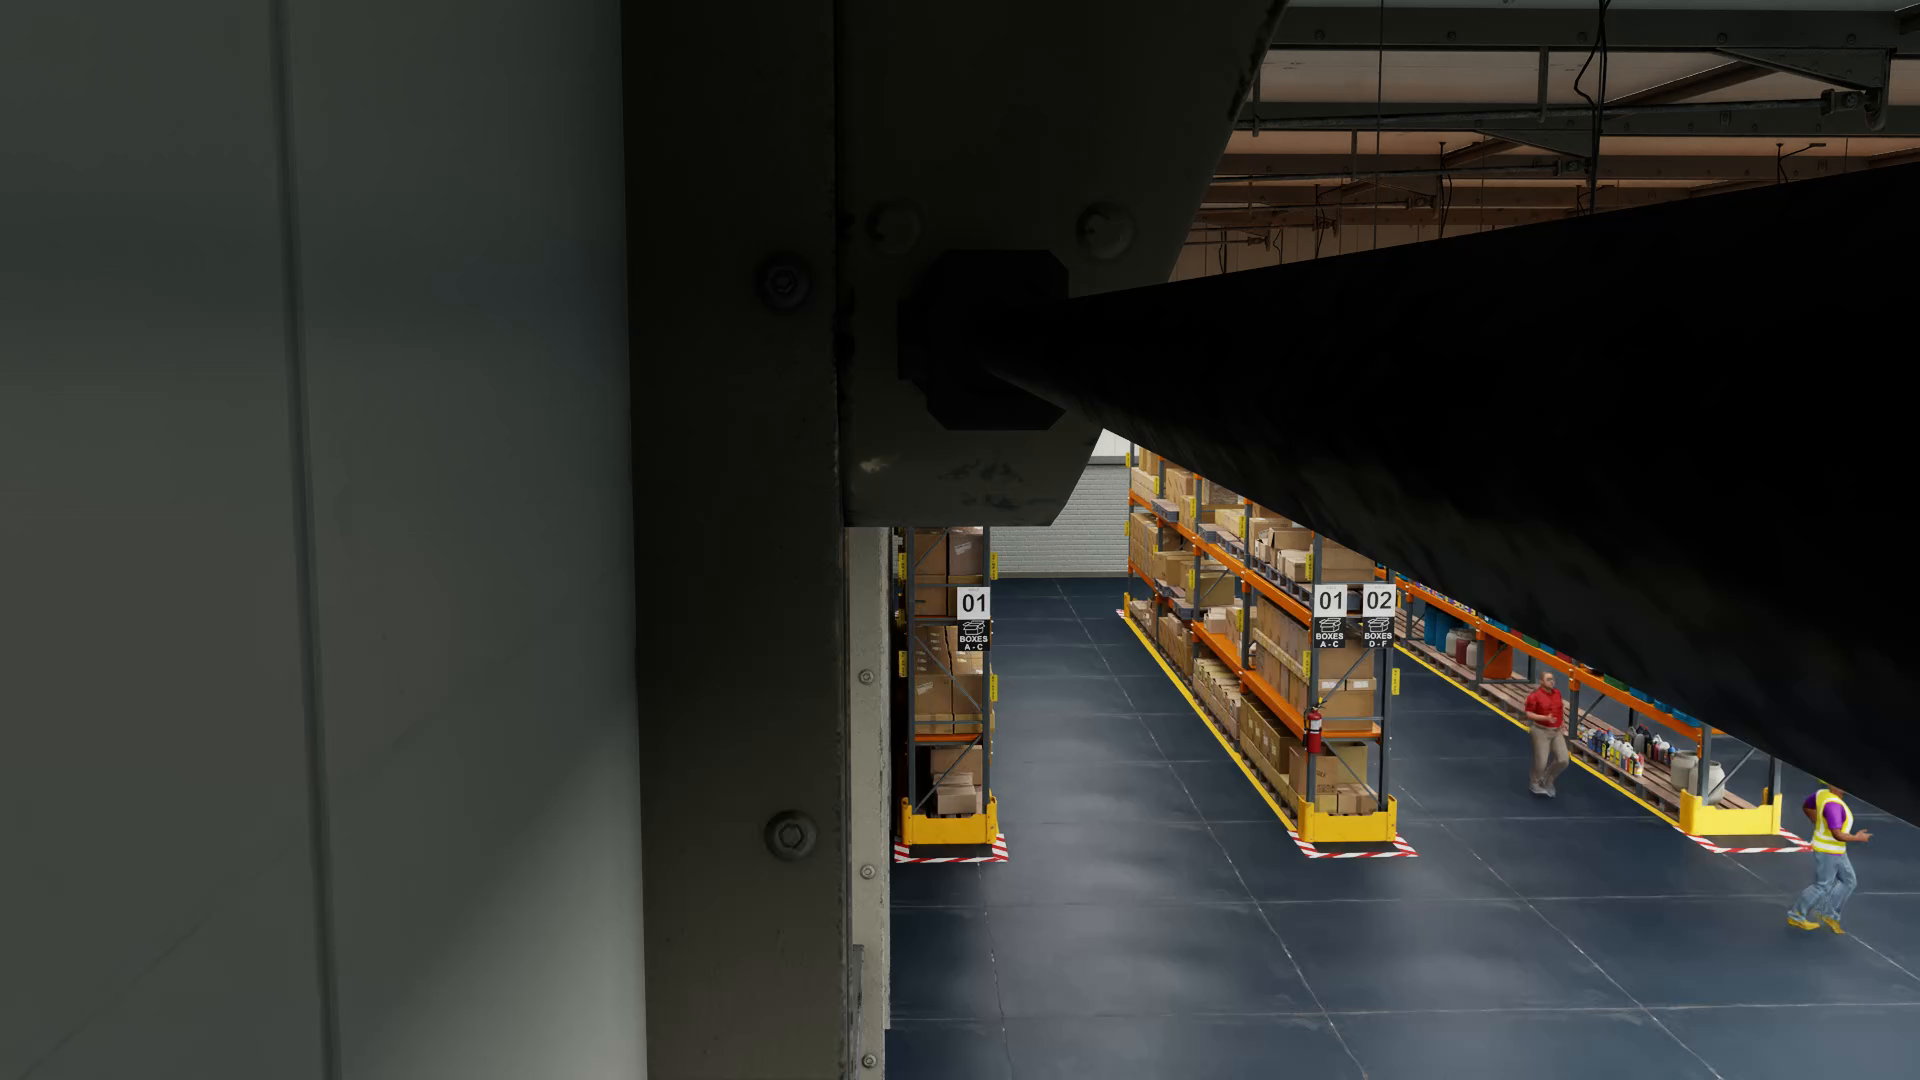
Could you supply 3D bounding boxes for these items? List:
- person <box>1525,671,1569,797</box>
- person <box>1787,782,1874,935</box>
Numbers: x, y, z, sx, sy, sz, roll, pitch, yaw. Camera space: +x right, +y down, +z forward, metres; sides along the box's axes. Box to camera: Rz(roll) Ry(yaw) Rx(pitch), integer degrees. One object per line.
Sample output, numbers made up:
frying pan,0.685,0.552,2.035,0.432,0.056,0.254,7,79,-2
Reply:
person,7.931,2.637,22.365,0.645,1.733,0.651,-2,8,-14
person,9.067,3.269,17.311,0.744,1.839,0.726,3,8,24
